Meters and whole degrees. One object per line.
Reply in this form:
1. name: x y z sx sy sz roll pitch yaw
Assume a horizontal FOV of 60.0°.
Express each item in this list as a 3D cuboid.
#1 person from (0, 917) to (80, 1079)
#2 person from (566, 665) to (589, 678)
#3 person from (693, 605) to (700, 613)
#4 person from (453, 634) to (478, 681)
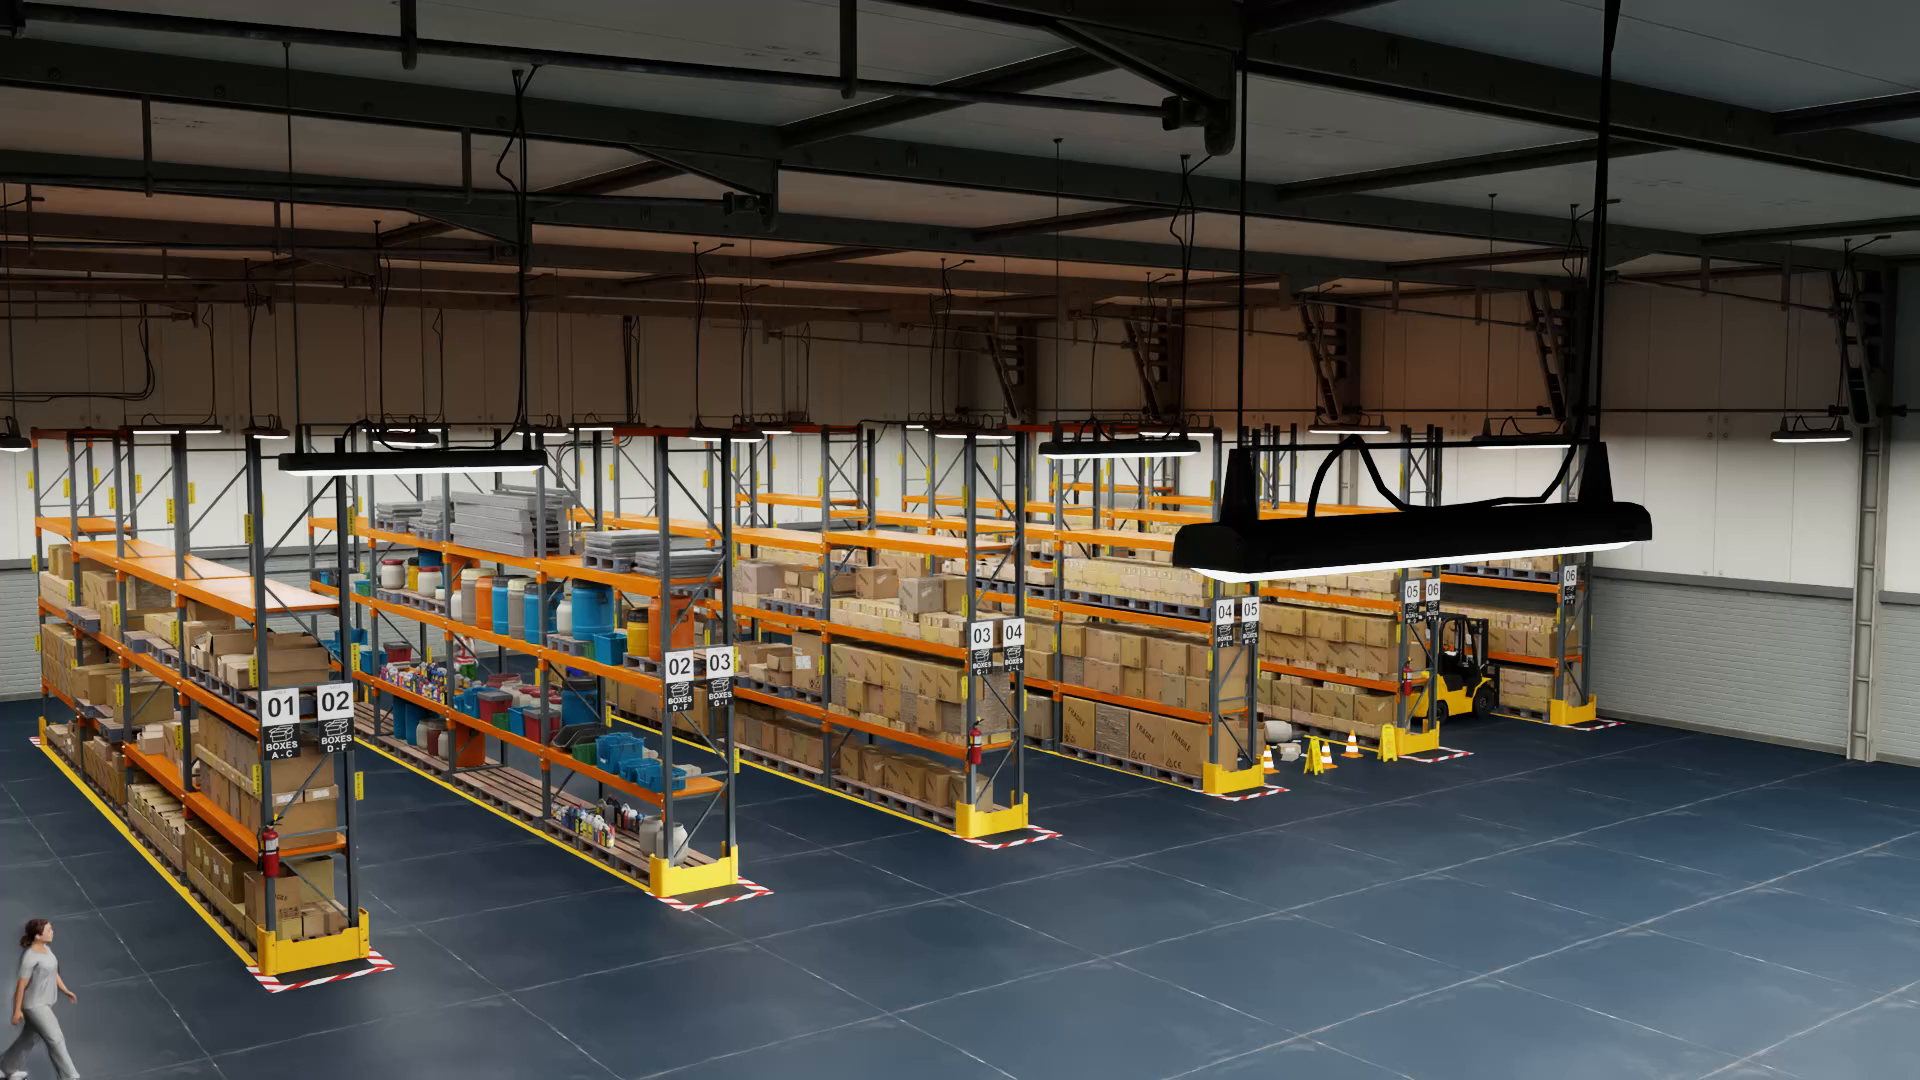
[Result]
1. person: -8.522 4.295 15.440 1.062 1.612 0.545 1 5 8
2. person: -7.564 2.907 33.018 0.480 1.639 0.500 -2 5 -26
3. person: -6.797 2.182 41.697 0.916 1.755 0.560 0 4 3
4. person: -10.676 2.662 35.669 0.639 1.761 0.633 4 6 39
